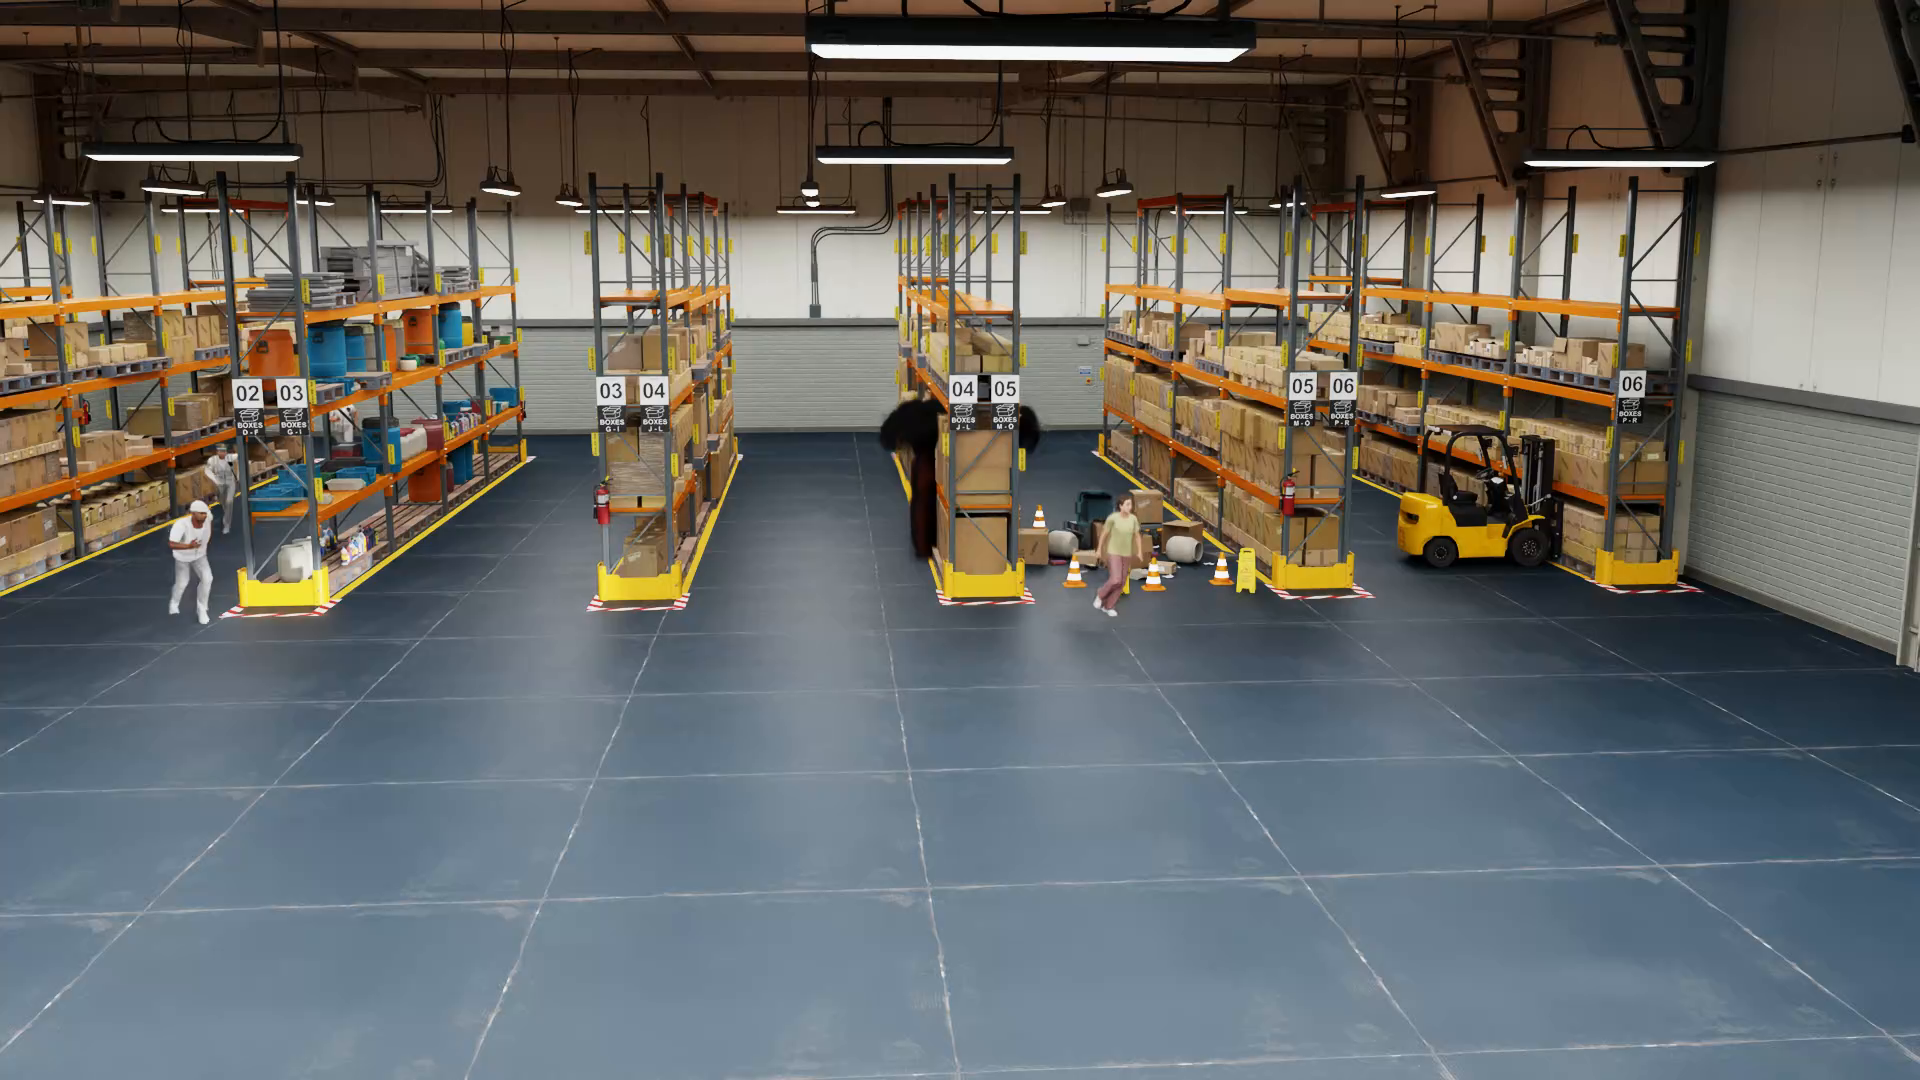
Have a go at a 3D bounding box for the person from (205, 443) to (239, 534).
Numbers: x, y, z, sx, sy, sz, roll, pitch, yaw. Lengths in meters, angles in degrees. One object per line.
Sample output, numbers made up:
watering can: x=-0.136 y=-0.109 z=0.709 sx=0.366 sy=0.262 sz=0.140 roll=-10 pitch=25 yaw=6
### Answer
person: x=-13.092 y=-0.957 z=29.650 sx=0.647 sy=1.625 sz=0.983 roll=-4 pitch=11 yaw=-23

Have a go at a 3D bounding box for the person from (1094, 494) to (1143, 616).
person: x=2.094 y=0.200 z=22.057 sx=0.577 sy=1.647 sz=0.526 roll=-5 pitch=11 yaw=-28

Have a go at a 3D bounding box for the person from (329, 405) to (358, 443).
person: x=-13.894 y=-2.438 z=37.456 sx=0.621 sy=1.843 sz=0.876 roll=-2 pitch=10 yaw=-13

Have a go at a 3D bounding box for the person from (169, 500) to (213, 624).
person: x=-10.381 y=0.284 z=22.433 sx=0.991 sy=1.711 sz=0.729 roll=7 pitch=12 yaw=36
